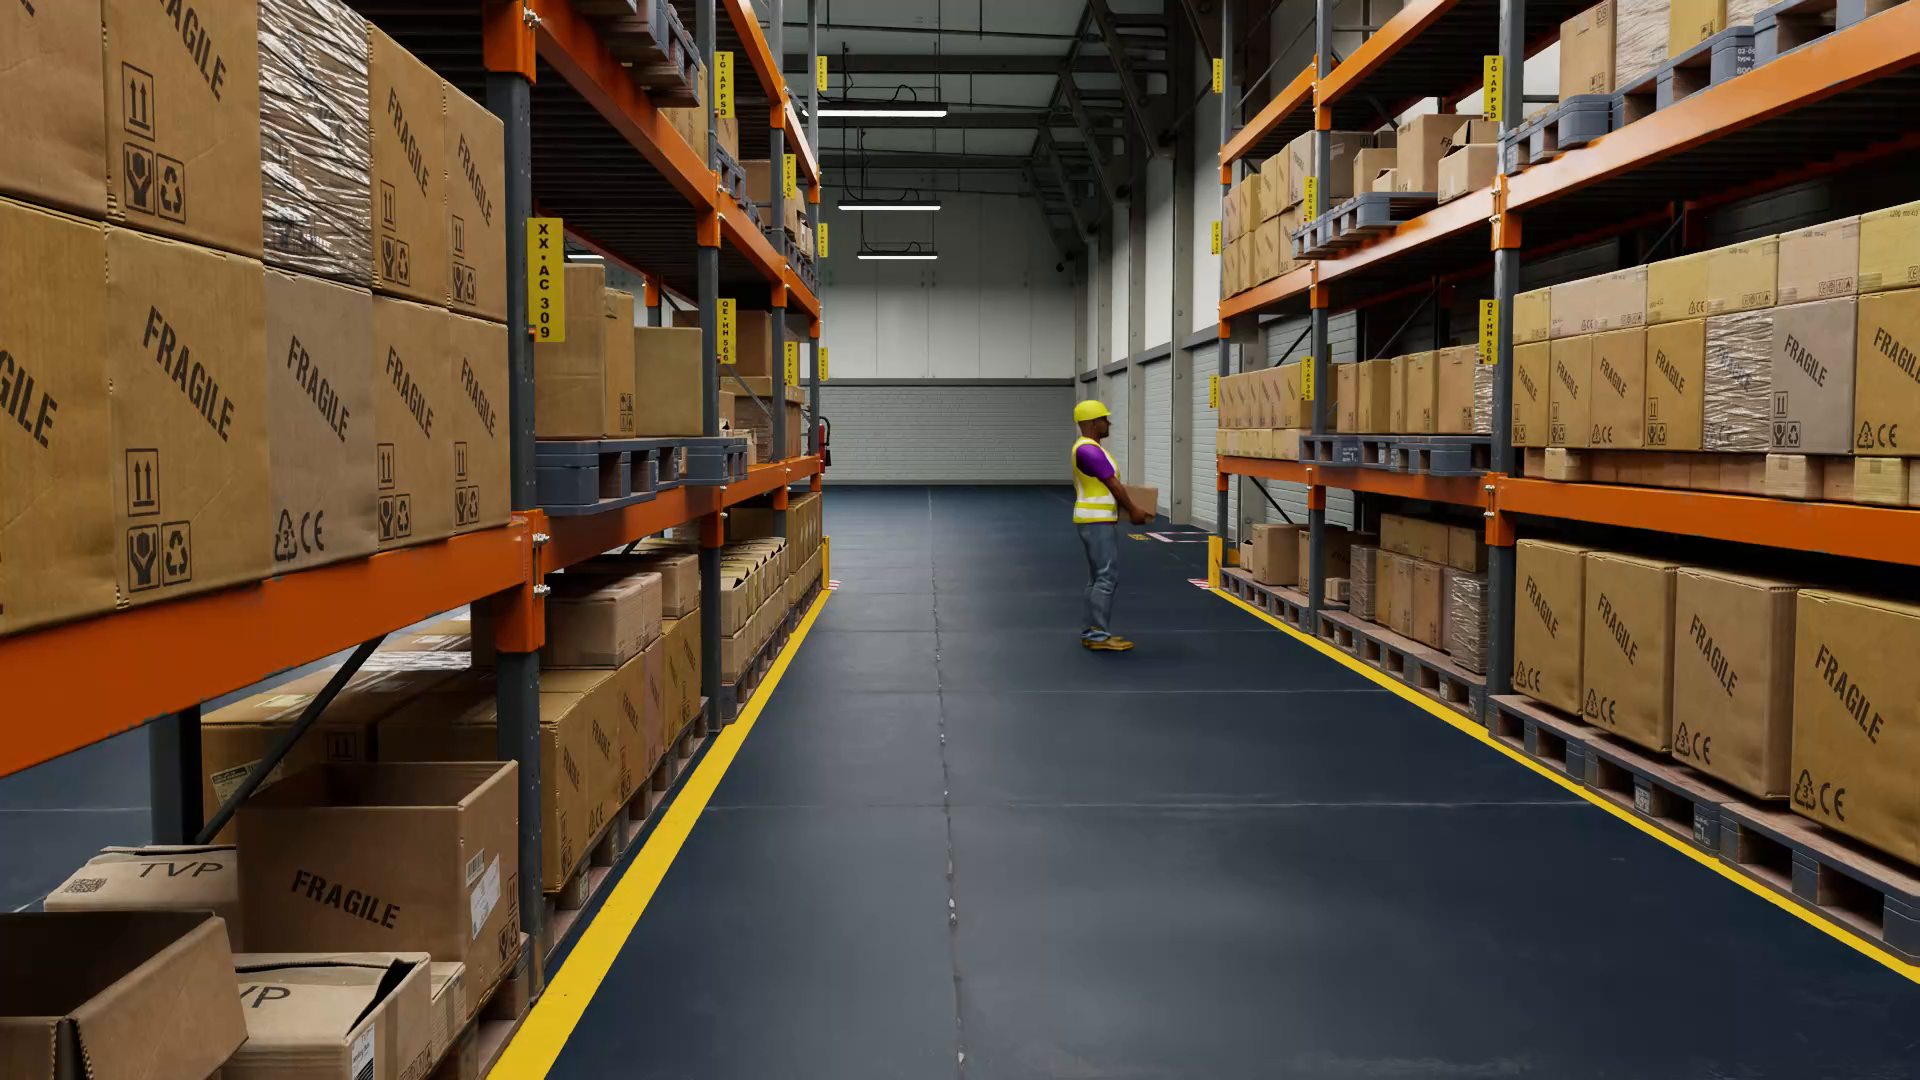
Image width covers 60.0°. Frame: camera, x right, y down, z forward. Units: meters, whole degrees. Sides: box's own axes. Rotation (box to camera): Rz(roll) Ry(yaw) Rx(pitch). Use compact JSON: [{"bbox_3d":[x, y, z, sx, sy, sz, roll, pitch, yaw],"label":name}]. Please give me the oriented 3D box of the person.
[{"bbox_3d":[1.074,-0.110,11.783,0.580,1.761,0.504,0,4,1],"label":"person"}]
